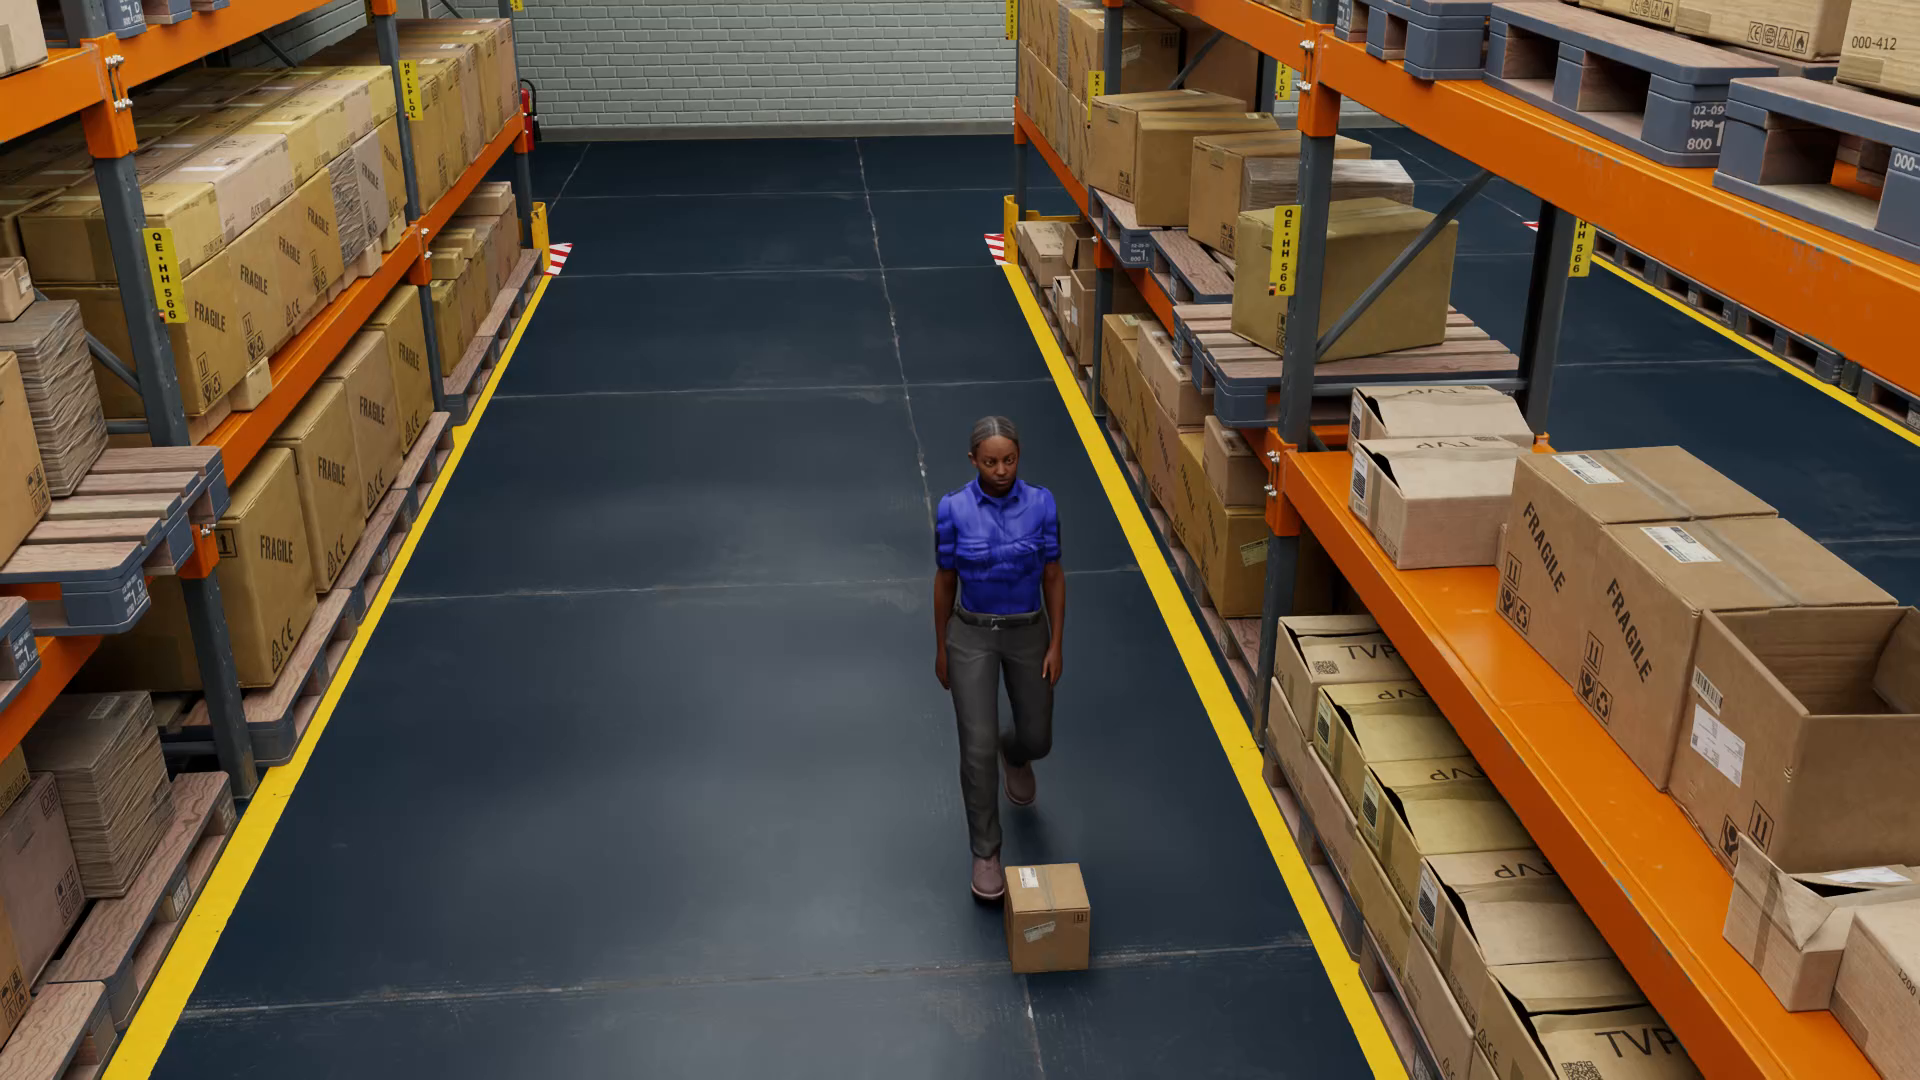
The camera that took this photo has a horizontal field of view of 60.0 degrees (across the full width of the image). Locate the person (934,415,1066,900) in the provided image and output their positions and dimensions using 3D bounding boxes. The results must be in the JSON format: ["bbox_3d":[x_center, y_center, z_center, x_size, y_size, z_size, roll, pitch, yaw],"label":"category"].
[{"bbox_3d":[0.143,0.358,5.774,0.452,1.619,0.782,-3,24,-7],"label":"person"}]
